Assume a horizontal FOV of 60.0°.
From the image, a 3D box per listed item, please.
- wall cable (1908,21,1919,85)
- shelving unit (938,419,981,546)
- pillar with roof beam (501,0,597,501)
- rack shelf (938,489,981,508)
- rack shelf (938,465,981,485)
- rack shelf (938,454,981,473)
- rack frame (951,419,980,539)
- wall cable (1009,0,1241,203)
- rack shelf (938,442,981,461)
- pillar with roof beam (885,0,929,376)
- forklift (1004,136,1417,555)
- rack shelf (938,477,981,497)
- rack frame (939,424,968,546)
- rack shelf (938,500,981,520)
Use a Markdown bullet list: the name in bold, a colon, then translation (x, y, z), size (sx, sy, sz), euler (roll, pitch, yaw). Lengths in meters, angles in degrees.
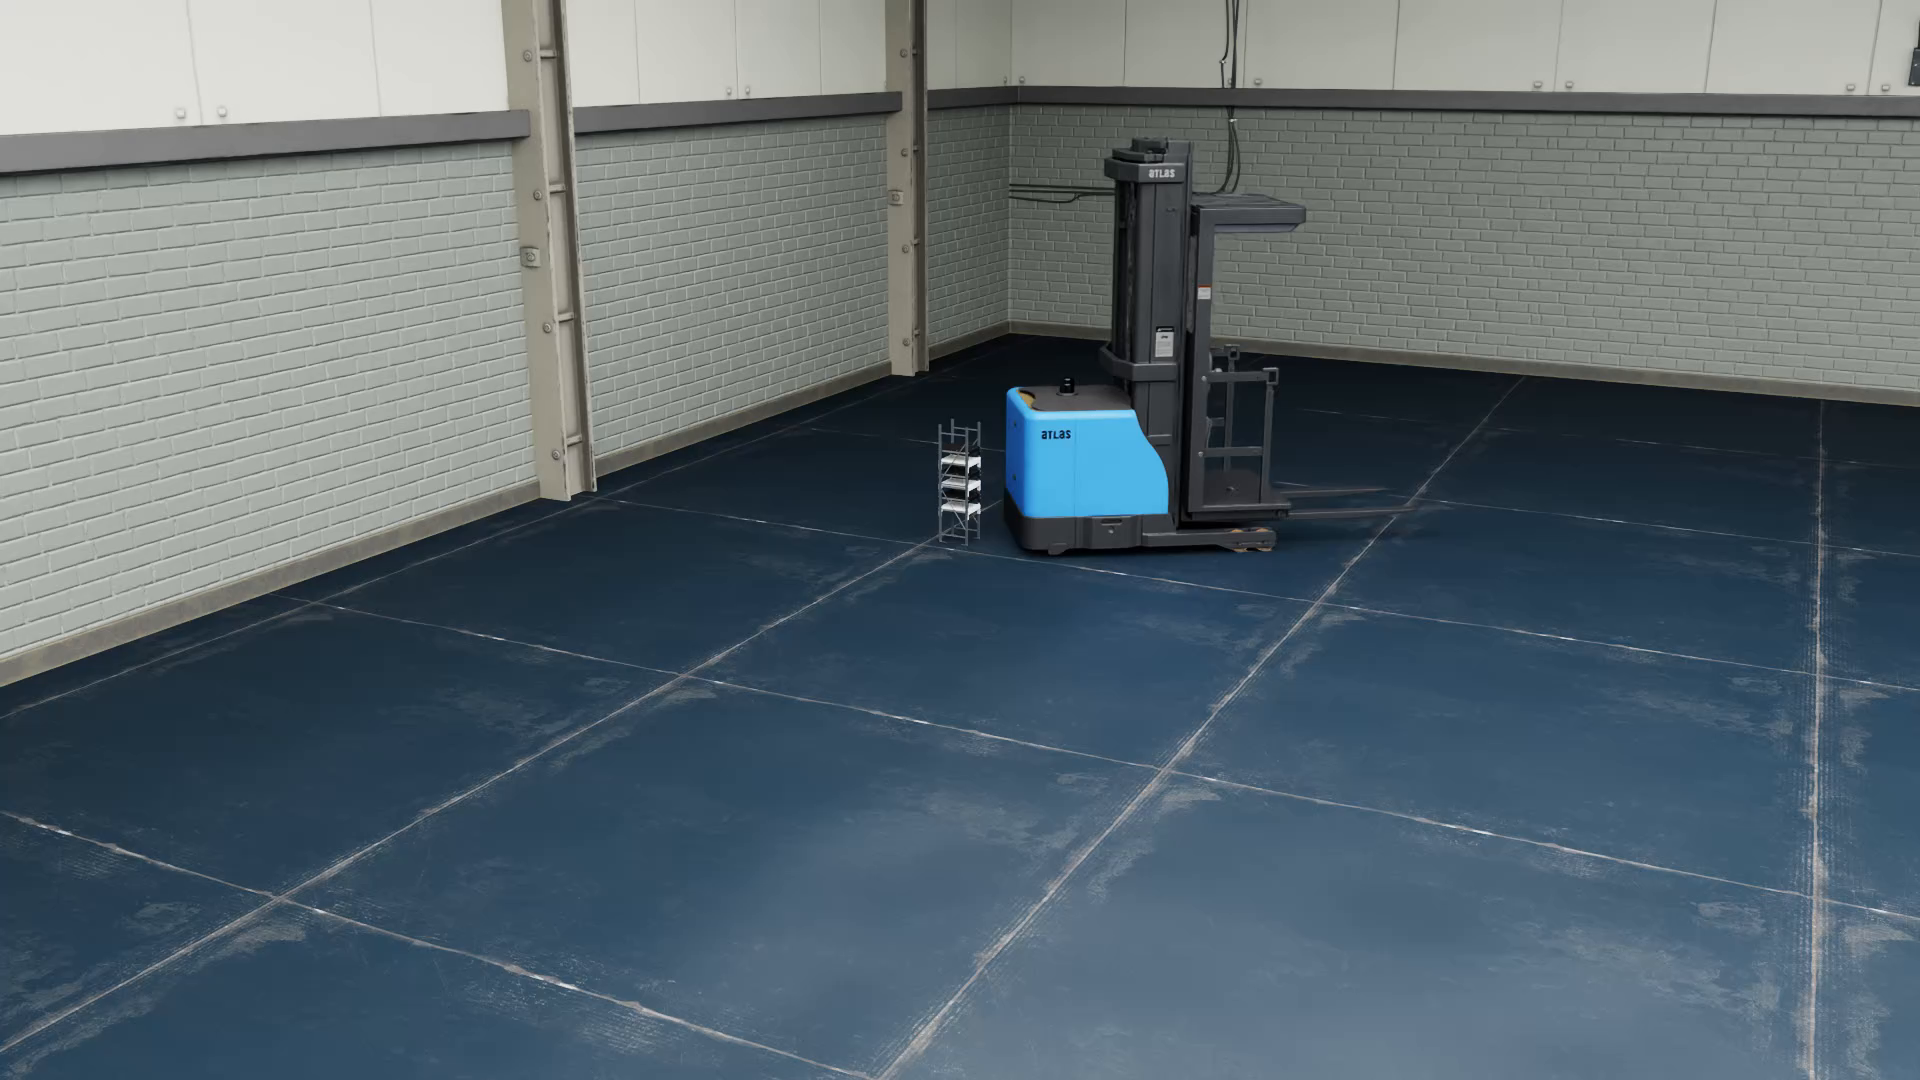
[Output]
- **wall cable**: translation (10.405, -7.229, 15.084), size (2.305, 6.003, 0.169), euler (8, 18, 25)
- **shelving unit**: translation (-0.004, -0.429, 12.389), size (0.258, 0.900, 0.210), euler (8, 18, 25)
- **pillar with roof beam**: translation (0.590, -4.152, 10.699), size (9.100, 9.000, 0.400), euler (8, 18, 25)
- **rack shelf**: translation (-0.004, -0.311, 12.424), size (0.258, 0.077, 0.200), euler (8, 18, 25)
- **rack shelf**: translation (-0.004, -0.484, 12.373), size (0.258, 0.077, 0.200), euler (8, 18, 25)
- **rack shelf**: translation (-0.004, -0.570, 12.348), size (0.258, 0.077, 0.200), euler (8, 18, 25)
- **rack frame**: translation (0.042, -0.455, 12.476), size (0.240, 0.900, 0.006), euler (8, 18, 25)
- **wall cable**: translation (1.919, -5.322, 20.090), size (3.097, 2.526, 0.112), euler (8, 18, 25)
- **rack shelf**: translation (-0.004, -0.656, 12.322), size (0.258, 0.077, 0.200), euler (8, 18, 25)
- **pillar with roof beam**: translation (3.271, -5.680, 15.844), size (9.100, 9.000, 0.400), euler (8, 18, 25)
- **forklift**: translation (1.895, -1.461, 12.295), size (3.031, 2.935, 1.130), euler (-2, 17, -7)
- **rack shelf**: translation (-0.004, -0.397, 12.399), size (0.258, 0.077, 0.200), euler (8, 18, 25)
- **rack frame**: translation (-0.049, -0.403, 12.302), size (0.240, 0.900, 0.006), euler (8, 18, 25)
- **rack shelf**: translation (-0.004, -0.225, 12.450), size (0.258, 0.077, 0.200), euler (8, 18, 25)
